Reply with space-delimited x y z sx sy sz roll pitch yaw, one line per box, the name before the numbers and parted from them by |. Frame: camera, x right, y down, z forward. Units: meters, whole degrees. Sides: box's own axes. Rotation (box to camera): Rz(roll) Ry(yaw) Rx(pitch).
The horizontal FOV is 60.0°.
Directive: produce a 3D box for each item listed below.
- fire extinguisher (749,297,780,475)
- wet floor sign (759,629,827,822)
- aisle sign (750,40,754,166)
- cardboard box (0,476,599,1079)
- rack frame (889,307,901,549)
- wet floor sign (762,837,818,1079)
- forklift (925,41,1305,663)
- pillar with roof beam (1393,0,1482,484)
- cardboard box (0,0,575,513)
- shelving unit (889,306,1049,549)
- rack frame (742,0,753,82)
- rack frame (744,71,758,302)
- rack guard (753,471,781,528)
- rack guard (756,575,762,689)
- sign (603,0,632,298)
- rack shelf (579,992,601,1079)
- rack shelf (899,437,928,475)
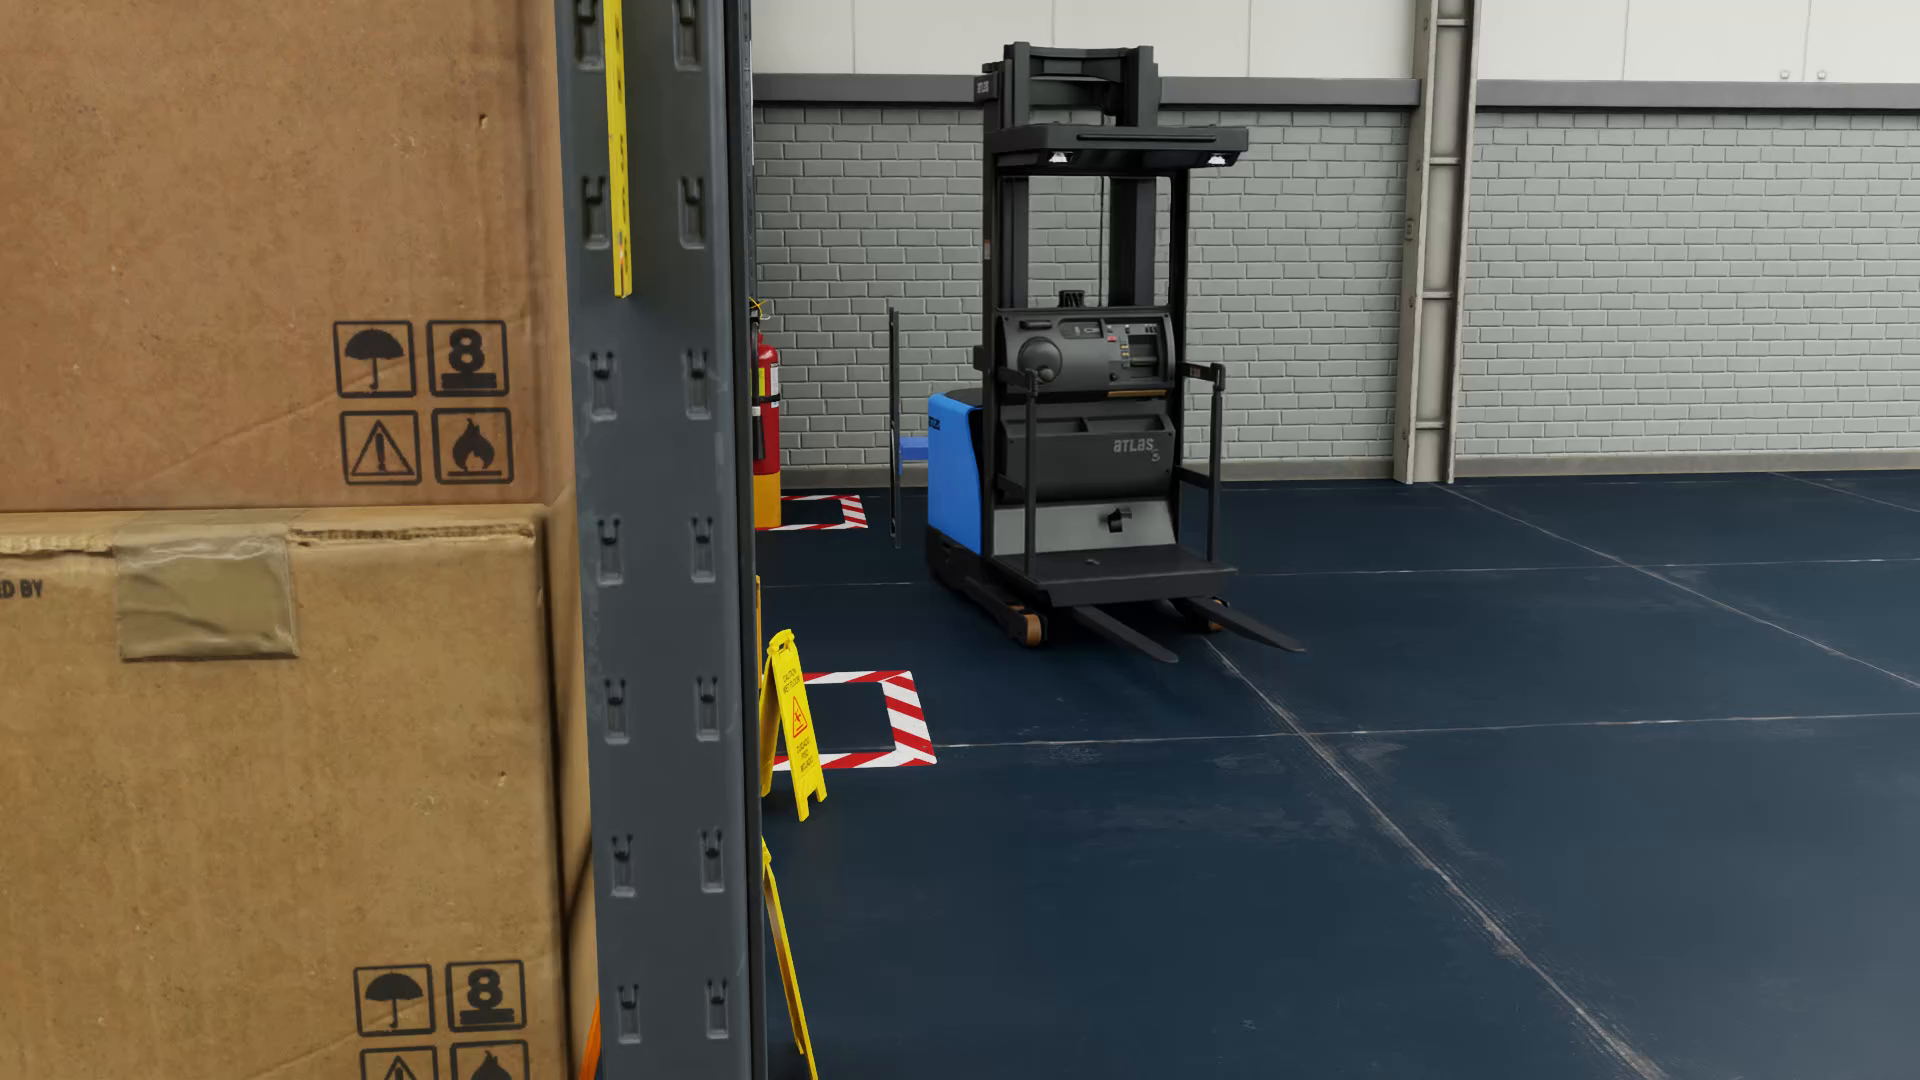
fire extinguisher | -0.773 -0.590 6.294 0.183 0.674 0.296 -1 11 -6
wet floor sign | -0.632 0.643 5.927 0.232 0.644 0.267 3 11 14
aisle sign | -1.379 -2.886 11.035 0.004 0.787 0.394 -1 11 -6
cardboard box | -0.665 0.176 1.808 0.550 0.550 0.875 -1 11 -6
rack frame | -0.421 -0.727 10.678 0.032 1.500 0.500 -1 11 -6
wet floor sign | -0.487 1.008 4.067 0.232 0.644 0.267 -3 12 -16
forklift | 0.731 -0.998 8.345 1.130 2.935 3.031 -4 12 -17
pillar with roof beam | 4.164 -4.067 8.228 0.400 9.000 9.100 -1 11 -6
cardboard box | -0.675 -0.370 1.786 0.550 0.550 0.875 -1 11 -6
shelving unit | 0.085 -0.738 10.732 1.048 1.500 0.538 -1 11 -6
rack frame | -1.476 -4.609 10.987 0.127 3.000 1.000 -1 11 -6
rack frame | -1.476 -1.666 11.565 0.127 3.000 1.000 -1 11 -6
rack guard | -1.452 -0.440 11.809 0.348 0.500 1.175 -1 11 -6
rack guard | -1.012 0.514 6.957 0.348 0.500 1.175 -1 11 -6
sign | -0.257 -0.347 1.240 0.005 0.325 0.100 -1 11 -6
rack shelf | -2.290 0.628 1.763 4.000 0.370 1.077 -1 11 -6
rack shelf | 0.085 -0.561 10.767 1.000 0.185 0.538 -1 11 -6
